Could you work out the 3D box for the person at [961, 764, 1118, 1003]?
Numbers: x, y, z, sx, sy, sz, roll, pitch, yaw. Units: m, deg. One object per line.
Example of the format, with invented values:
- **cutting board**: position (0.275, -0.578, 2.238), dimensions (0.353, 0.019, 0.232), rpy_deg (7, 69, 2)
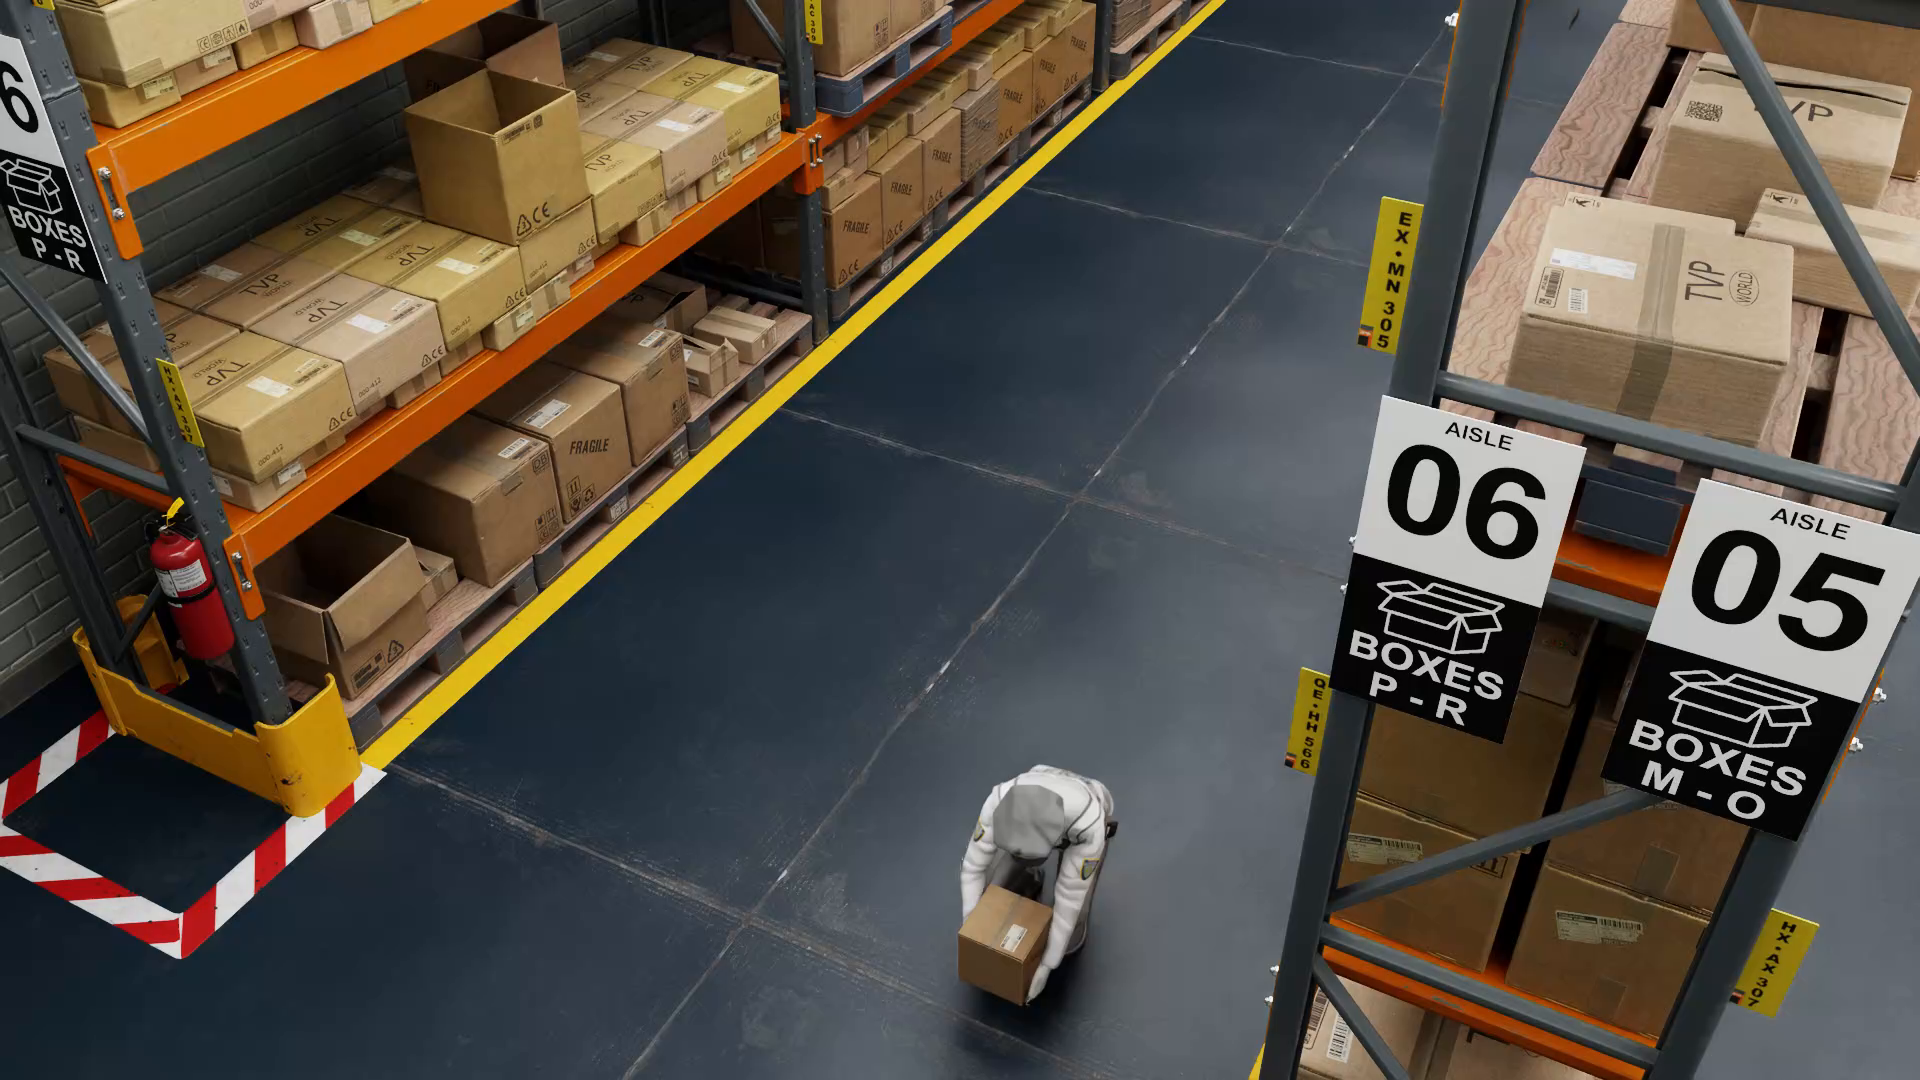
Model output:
- **person**: position (0.288, 1.105, 5.915), dimensions (0.479, 0.973, 0.826), rpy_deg (16, 41, 19)
